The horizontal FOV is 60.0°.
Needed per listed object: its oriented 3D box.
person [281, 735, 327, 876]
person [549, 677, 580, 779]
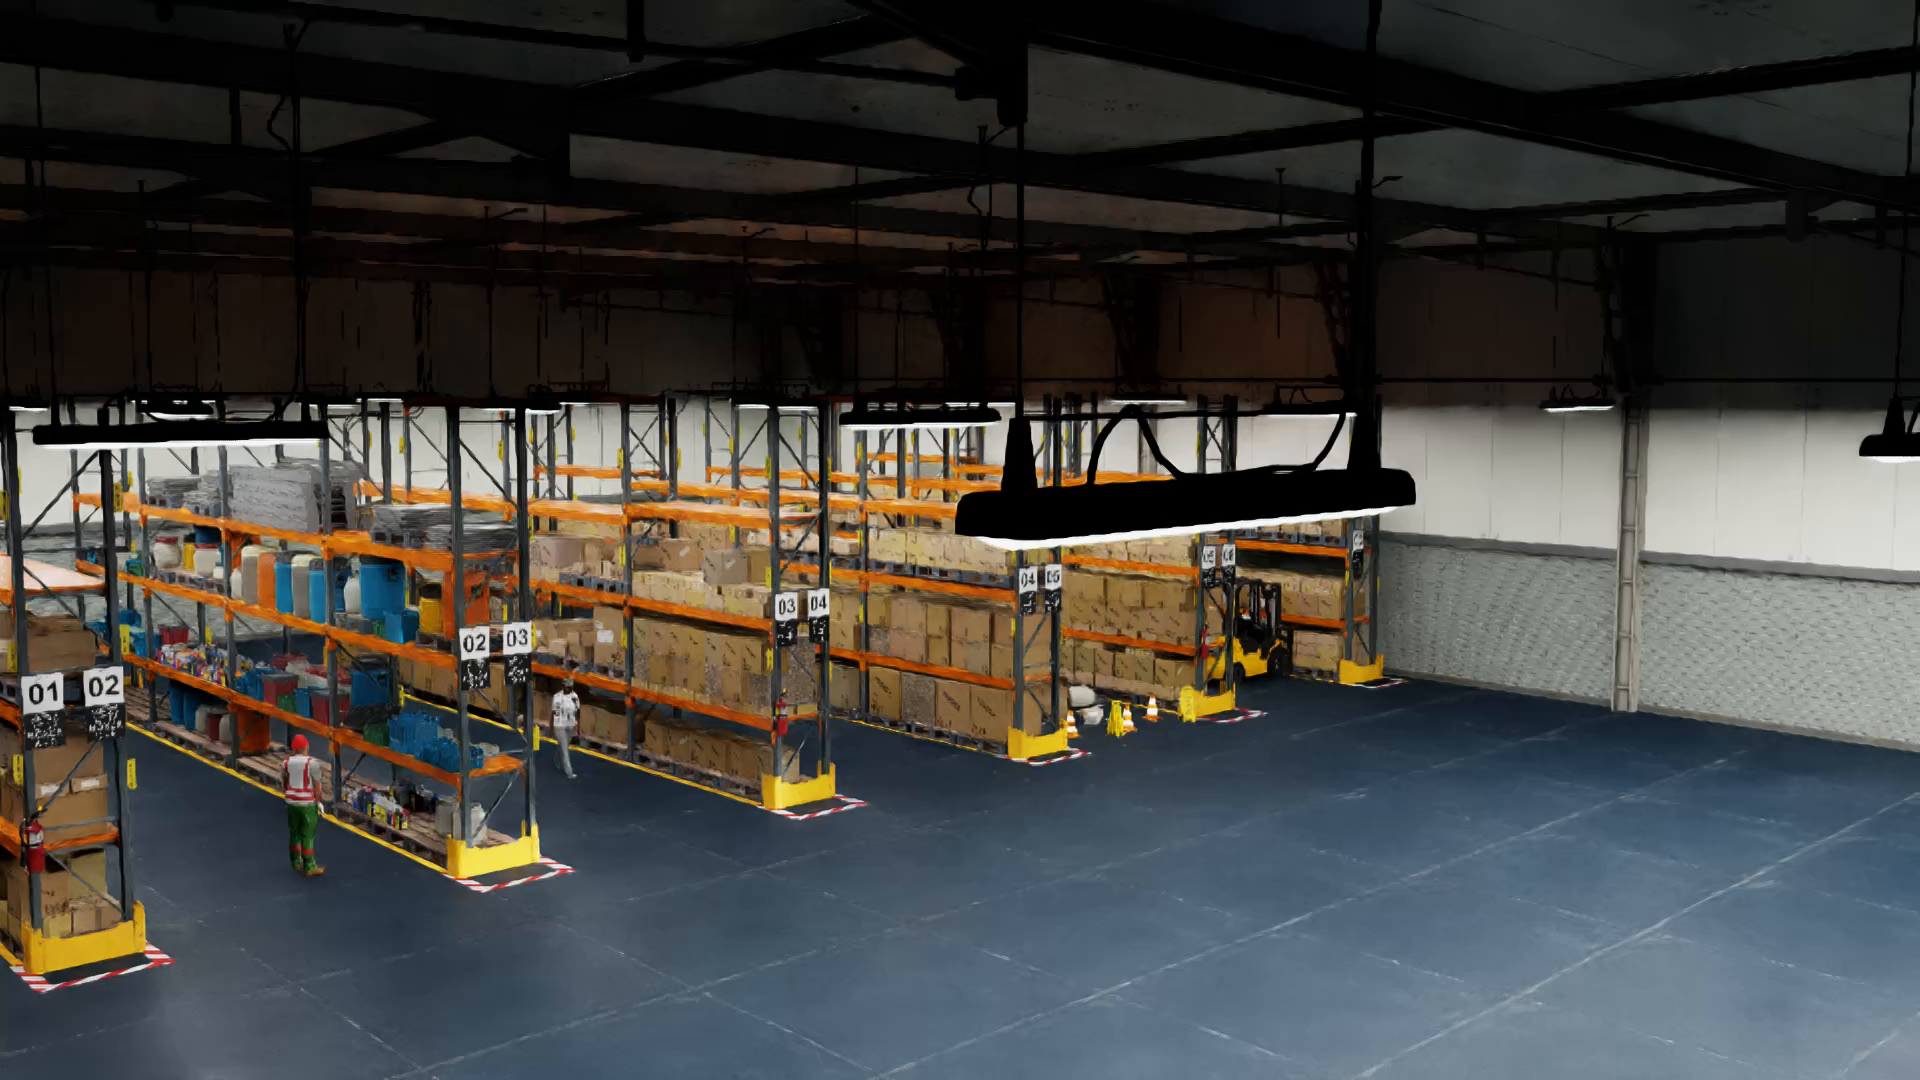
[{"bbox_3d":[-8.392,3.363,21.300,0.595,1.787,0.443,2,6,16],"label":"person"},{"bbox_3d":[-6.285,2.954,26.568,0.450,1.588,1.092,-5,7,-40],"label":"person"}]
